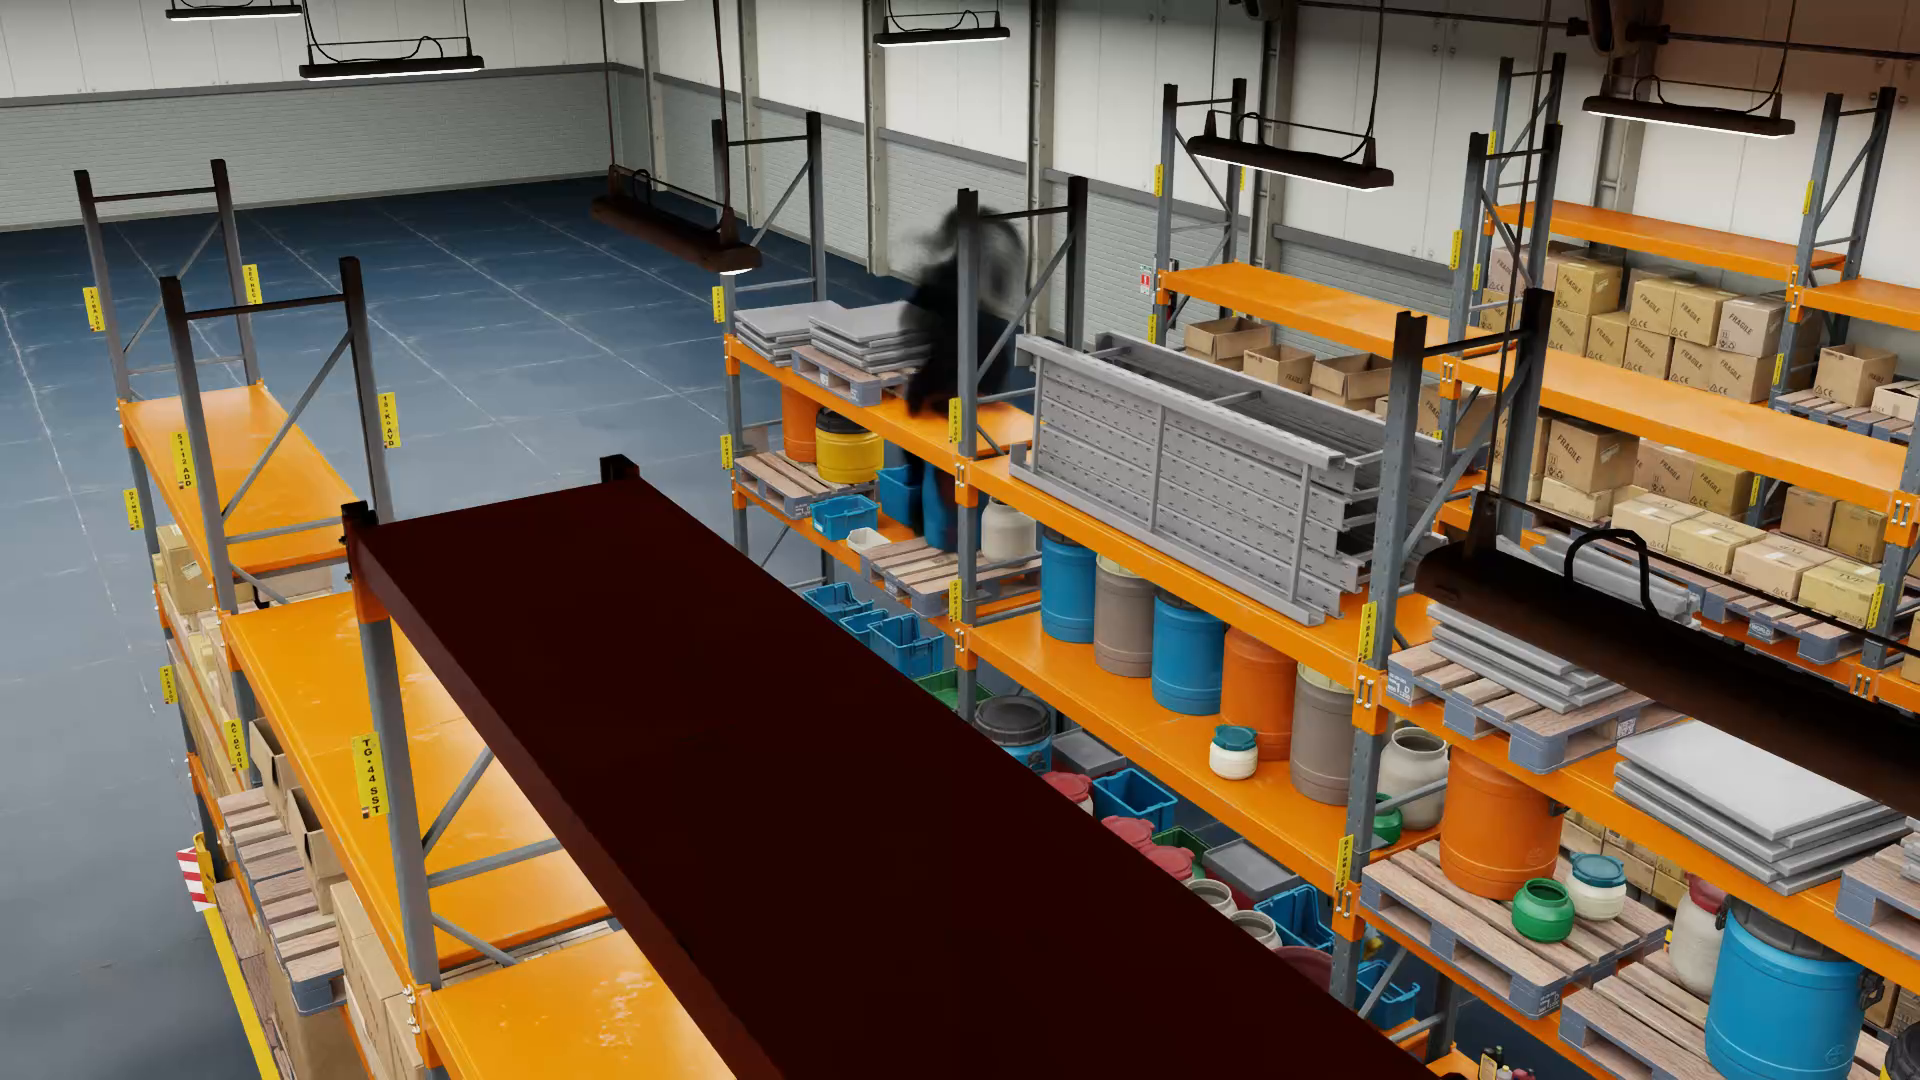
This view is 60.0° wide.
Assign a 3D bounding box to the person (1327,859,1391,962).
[{"bbox_3d":[3.127,2.531,12.799,0.702,1.723,0.562,-13,25,-29],"label":"person"}]
